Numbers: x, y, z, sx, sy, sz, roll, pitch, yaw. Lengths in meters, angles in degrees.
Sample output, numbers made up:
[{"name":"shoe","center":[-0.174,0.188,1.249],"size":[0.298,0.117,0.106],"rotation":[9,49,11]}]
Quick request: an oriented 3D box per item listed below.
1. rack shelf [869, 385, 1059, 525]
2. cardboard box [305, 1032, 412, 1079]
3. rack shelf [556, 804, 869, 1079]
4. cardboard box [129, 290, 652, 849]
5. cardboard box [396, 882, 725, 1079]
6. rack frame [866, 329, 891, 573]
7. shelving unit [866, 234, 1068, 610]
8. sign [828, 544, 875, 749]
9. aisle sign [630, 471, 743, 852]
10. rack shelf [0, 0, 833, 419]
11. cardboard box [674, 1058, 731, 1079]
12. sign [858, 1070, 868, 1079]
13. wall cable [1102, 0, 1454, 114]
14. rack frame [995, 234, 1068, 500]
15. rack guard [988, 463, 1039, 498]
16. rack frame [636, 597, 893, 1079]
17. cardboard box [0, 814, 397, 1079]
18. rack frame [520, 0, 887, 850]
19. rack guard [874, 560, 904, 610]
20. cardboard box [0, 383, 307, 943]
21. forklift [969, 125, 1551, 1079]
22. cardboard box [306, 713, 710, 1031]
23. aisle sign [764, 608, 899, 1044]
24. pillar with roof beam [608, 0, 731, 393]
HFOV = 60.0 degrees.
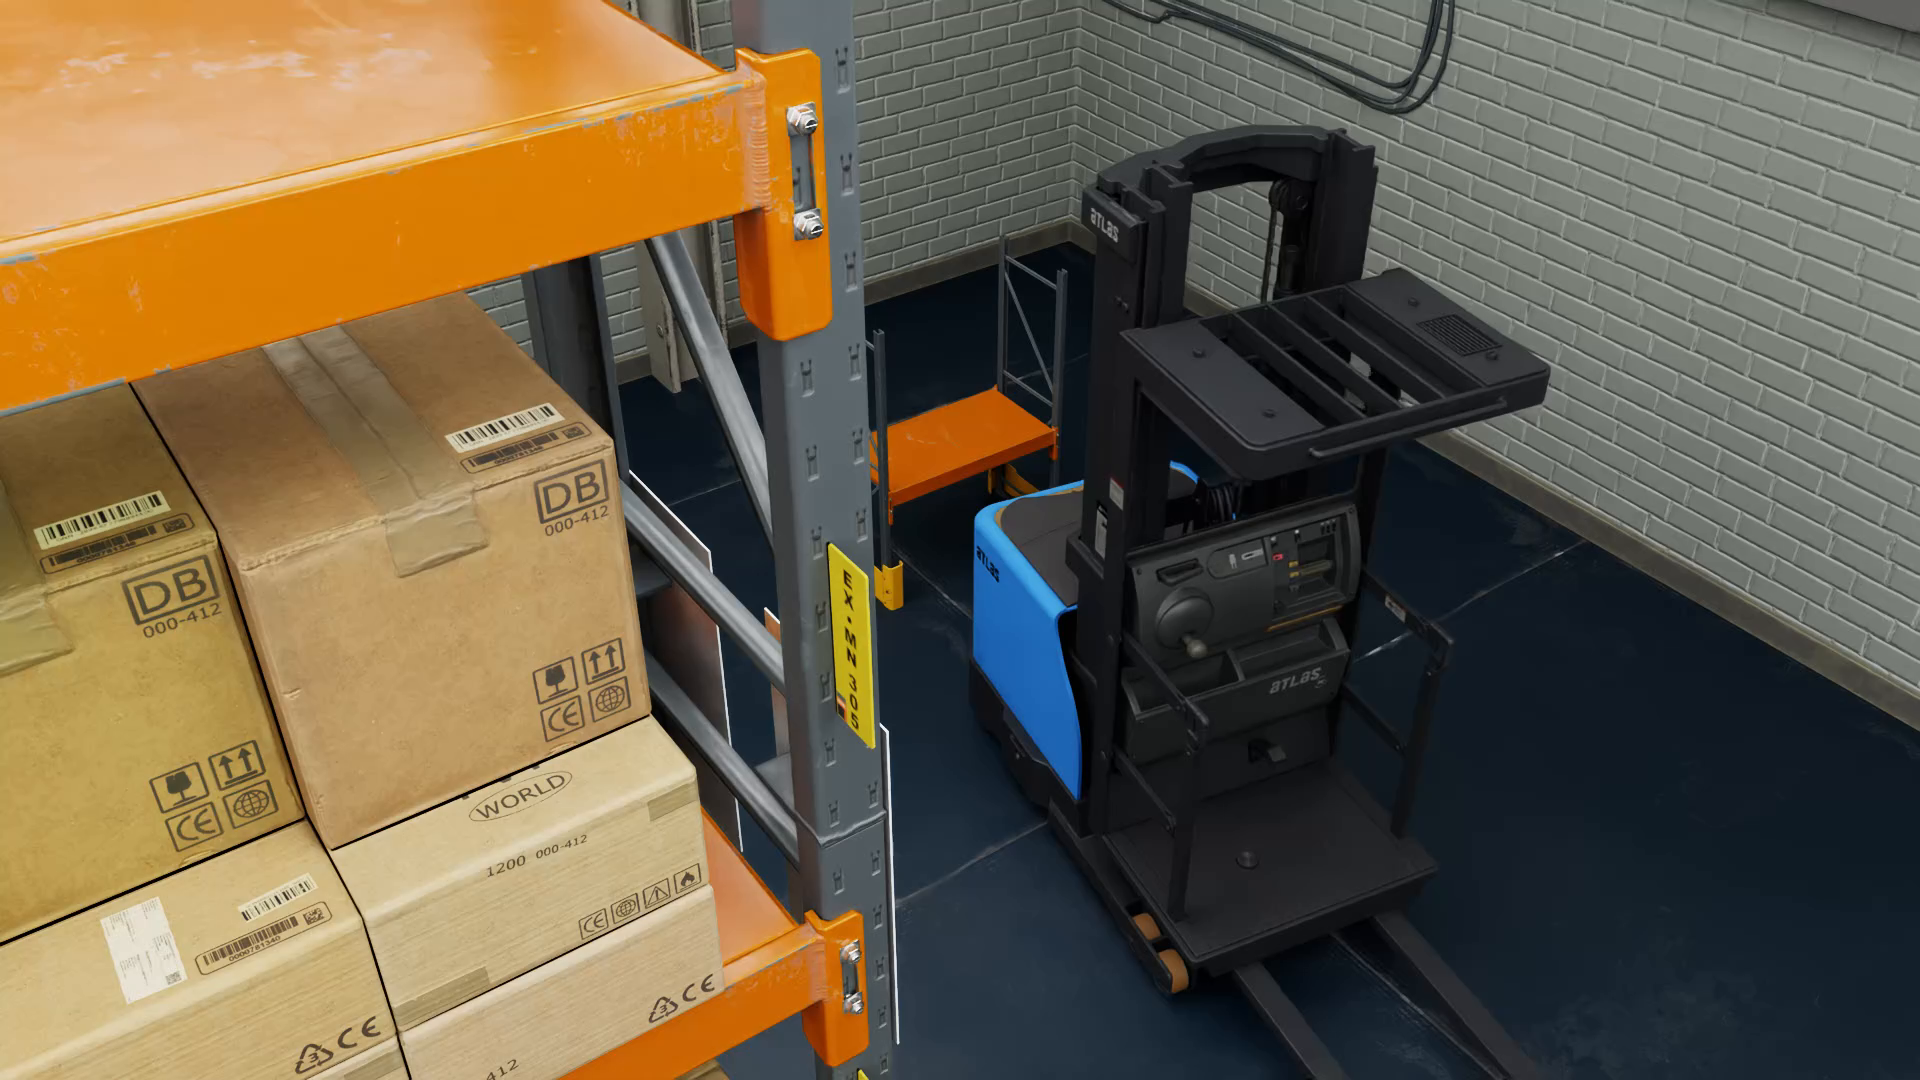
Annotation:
[{"name":"rack shelf","center":[-0.070,-0.434,8.191],"size":[1.000,0.185,0.538],"rotation":[-22,41,-28]},{"name":"cardboard box","center":[-1.145,0.770,2.483],"size":[0.500,0.250,0.500],"rotation":[-22,41,-28]},{"name":"rack shelf","center":[-2.097,1.213,2.356],"size":[4.000,0.370,1.077],"rotation":[-22,41,-28]},{"name":"cardboard box","center":[-0.872,-0.018,2.509],"size":[0.500,0.500,0.700],"rotation":[-22,41,-28]},{"name":"cardboard box","center":[-0.730,0.607,2.709],"size":[0.500,0.250,0.500],"rotation":[-22,41,-28]},{"name":"rack frame","center":[-0.485,-0.409,7.848],"size":[0.032,1.500,0.500],"rotation":[-22,41,-28]},{"name":"shelving unit","center":[-0.062,-0.583,8.090],"size":[1.083,1.500,0.587],"rotation":[-22,41,-28]},{"name":"sign","center":[-0.159,0.160,2.445],"size":[0.005,0.325,0.100],"rotation":[-22,41,-28]},{"name":"aisle sign","center":[-0.575,0.247,3.424],"size":[0.004,0.787,0.394],"rotation":[-22,41,-28]},{"name":"rack shelf","center":[-2.097,-0.004,1.481],"size":[4.000,0.370,1.077],"rotation":[-22,41,-28]},{"name":"cardboard box","center":[-0.667,1.300,3.245],"size":[0.500,0.500,0.500],"rotation":[-23,42,-28]},{"name":"sign","center":[-0.159,1.139,3.149],"size":[0.005,0.325,0.100],"rotation":[-22,41,-28]},{"name":"wall cable","center":[1.510,-3.804,8.805],"size":[0.112,2.526,3.097],"rotation":[-22,41,-28]},{"name":"rack frame","center":[0.346,-0.751,8.323],"size":[0.032,1.500,0.500],"rotation":[-22,41,-28]},{"name":"rack guard","center":[0.345,-0.243,8.688],"size":[0.087,0.250,0.587],"rotation":[-22,41,-28]},{"name":"rack frame","center":[-0.462,1.466,3.957],"size":[0.127,3.000,1.000],"rotation":[-22,41,-28]},{"name":"cardboard box","center":[-1.143,0.569,2.335],"size":[0.500,0.250,0.500],"rotation":[-22,41,-28]},{"name":"rack frame","center":[-0.462,-0.970,2.205],"size":[0.127,3.000,1.000],"rotation":[-22,41,-28]},{"name":"rack guard","center":[-0.469,0.092,8.222],"size":[0.087,0.250,0.587],"rotation":[-22,41,-28]},{"name":"cardboard box","center":[-1.330,0.110,2.331],"size":[0.500,0.500,0.700],"rotation":[-22,41,-28]},{"name":"forklift","center":[1.117,0.211,5.759],"size":[1.130,2.935,3.031],"rotation":[-15,38,-20]},{"name":"cardboard box","center":[-0.735,0.400,2.569],"size":[0.500,0.250,0.500],"rotation":[-22,41,-28]},{"name":"aisle sign","center":[-0.230,0.533,3.026],"size":[0.004,0.787,0.394],"rotation":[-22,41,-28]},{"name":"pillar with roof beam","center":[0.870,-2.599,4.470],"size":[0.400,9.000,9.100],"rotation":[-22,41,-28]}]
